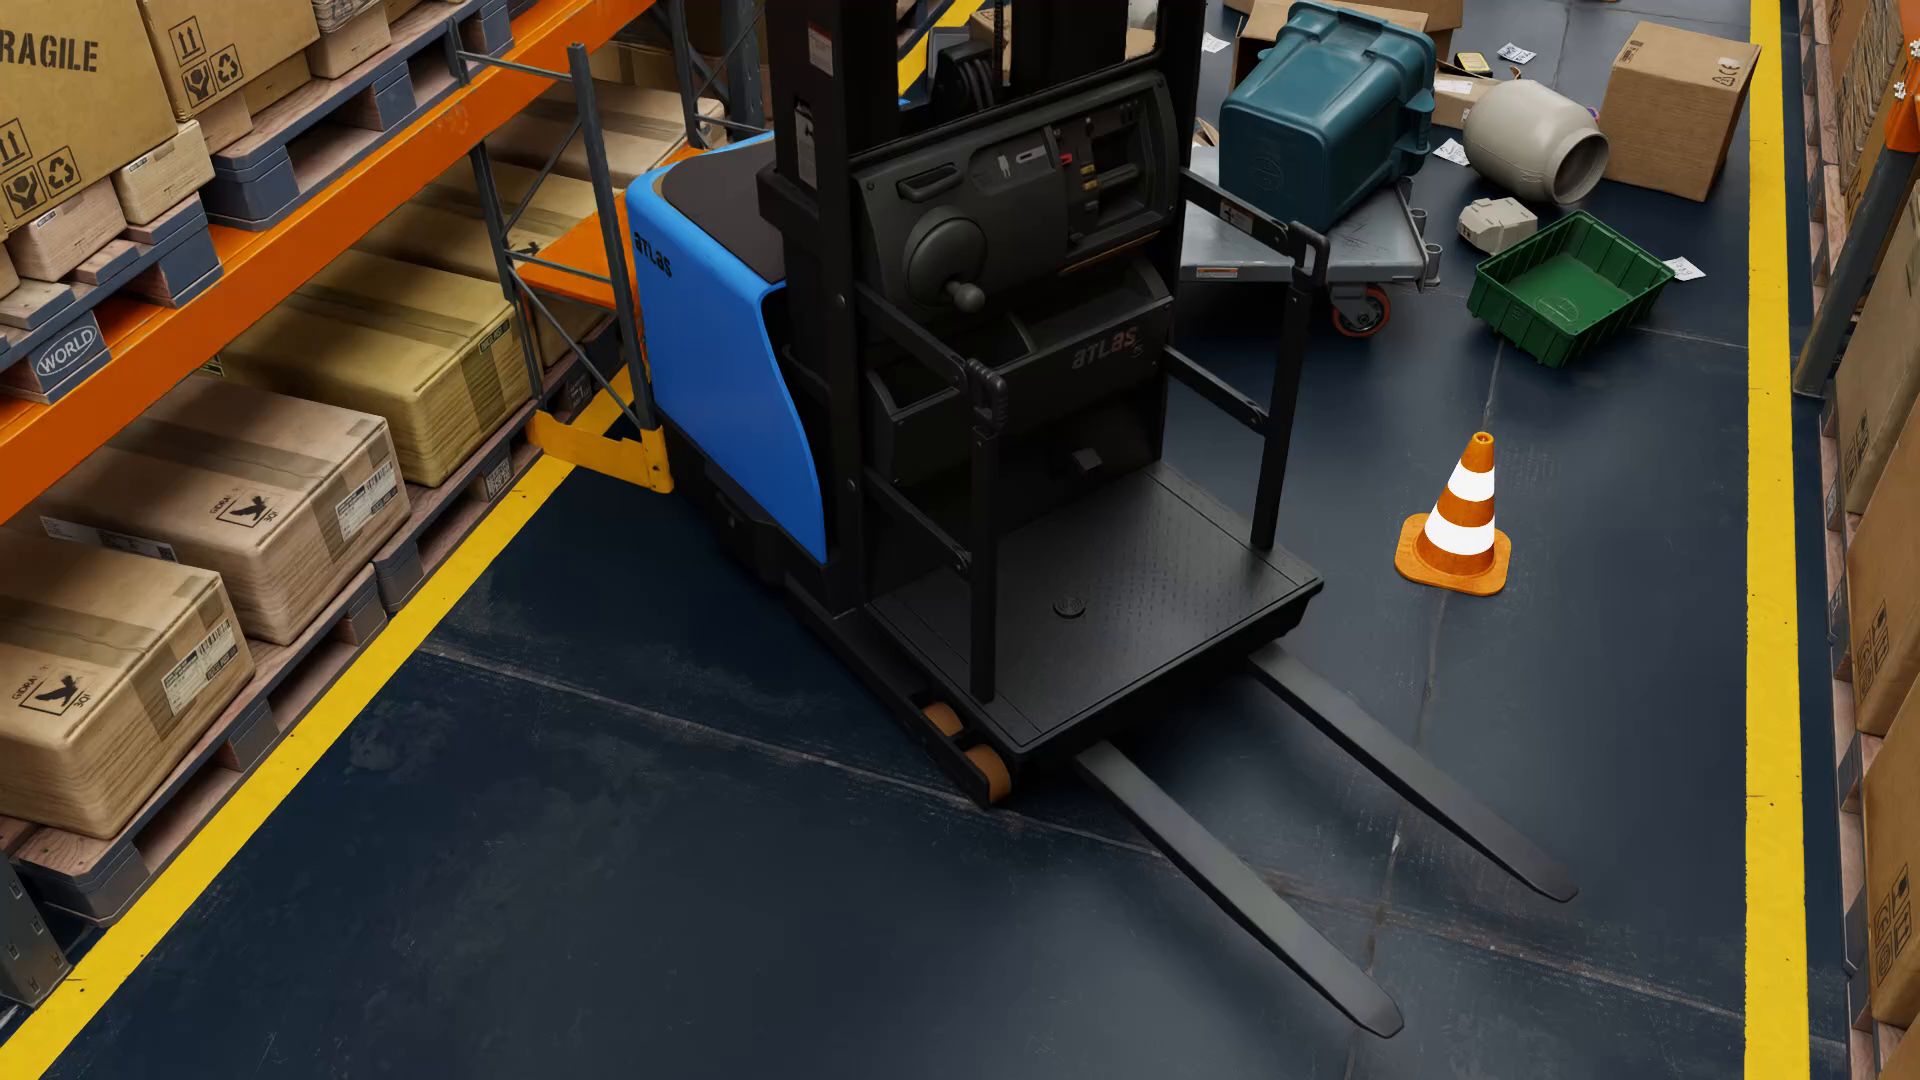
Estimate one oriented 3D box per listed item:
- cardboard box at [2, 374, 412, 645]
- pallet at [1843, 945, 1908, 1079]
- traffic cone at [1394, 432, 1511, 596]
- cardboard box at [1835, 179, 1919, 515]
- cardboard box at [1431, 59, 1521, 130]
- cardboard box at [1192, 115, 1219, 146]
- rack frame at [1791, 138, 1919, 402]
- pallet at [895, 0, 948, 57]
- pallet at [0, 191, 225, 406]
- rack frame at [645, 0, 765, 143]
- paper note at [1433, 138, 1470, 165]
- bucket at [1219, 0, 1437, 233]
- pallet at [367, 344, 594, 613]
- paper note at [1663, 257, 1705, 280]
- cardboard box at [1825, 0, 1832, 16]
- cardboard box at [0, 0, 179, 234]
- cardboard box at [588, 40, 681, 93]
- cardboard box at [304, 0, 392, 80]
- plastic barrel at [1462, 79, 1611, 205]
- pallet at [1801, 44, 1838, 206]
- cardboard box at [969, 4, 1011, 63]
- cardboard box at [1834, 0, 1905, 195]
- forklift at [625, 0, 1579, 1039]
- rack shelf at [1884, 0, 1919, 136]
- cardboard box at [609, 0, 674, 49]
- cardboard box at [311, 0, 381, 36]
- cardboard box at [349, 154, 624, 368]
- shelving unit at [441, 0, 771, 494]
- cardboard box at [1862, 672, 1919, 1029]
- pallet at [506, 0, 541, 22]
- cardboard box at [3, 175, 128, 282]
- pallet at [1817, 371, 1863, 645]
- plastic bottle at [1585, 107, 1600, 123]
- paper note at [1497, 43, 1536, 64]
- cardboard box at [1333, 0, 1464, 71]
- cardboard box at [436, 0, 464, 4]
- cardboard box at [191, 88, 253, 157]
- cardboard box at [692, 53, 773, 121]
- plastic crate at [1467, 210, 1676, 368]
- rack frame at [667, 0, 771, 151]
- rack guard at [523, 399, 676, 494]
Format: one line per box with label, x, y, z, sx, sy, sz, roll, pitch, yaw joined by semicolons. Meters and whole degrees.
cardboard box;-2.190;-0.128;4.790;0.950;0.372;0.625;13;42;14
pallet;2.389;1.460;3.376;1.003;0.211;1.213;13;42;15
traffic cone;1.539;-0.129;5.044;0.336;0.463;0.334;13;42;15
cardboard box;3.289;-0.482;4.914;1.050;0.750;0.750;13;42;15
cardboard box;2.273;-1.994;7.382;0.396;0.266;0.258;21;45;22
cardboard box;1.026;-1.594;6.914;0.258;0.266;0.396;-13;42;-15
rack frame;3.416;-1.577;4.787;1.000;3.000;0.127;13;42;15
pallet;-0.658;-2.717;8.272;1.003;0.211;1.213;13;42;15
pallet;-2.494;-0.559;3.742;1.213;0.211;1.003;13;42;15
rack frame;-1.270;-2.614;6.002;1.000;3.000;0.127;13;42;15
paper note;2.161;-1.679;7.200;0.172;0.023;0.155;29;48;29
bucket;1.296;-1.504;6.053;0.726;0.611;0.620;29;58;29
pallet;-1.950;-0.331;5.475;1.003;0.211;1.213;13;42;15
paper note;2.795;-1.058;6.467;0.147;0.020;0.142;-13;42;-15
cardboard box;4.614;-2.939;7.698;0.875;0.875;0.875;14;42;15
cardboard box;-2.095;-1.027;3.513;0.500;0.500;0.500;15;43;17
cardboard box;-1.320;-2.148;7.251;0.500;0.250;0.500;15;43;17
cardboard box;-1.753;-1.370;4.415;0.380;0.149;0.250;15;43;16
plastic barrel;2.363;-1.629;6.833;0.421;0.421;0.512;-21;45;-22
pallet;4.166;-1.709;7.090;1.003;0.211;1.213;13;42;15
cardboard box;0.375;-2.015;7.225;0.500;0.500;0.500;-21;45;-22
cardboard box;4.002;-1.847;6.417;0.875;0.875;0.875;14;42;15
forklift;0.293;-0.772;3.897;1.130;2.935;3.031;-26;47;-27
rack shelf;4.100;-2.523;6.450;1.077;0.370;4.000;13;42;15
cardboard box;-1.320;-2.433;7.008;0.500;0.500;0.500;13;42;14
cardboard box;-1.741;-1.656;4.250;0.500;0.500;0.500;12;42;13
cardboard box;-1.689;-1.014;5.828;0.950;0.372;0.625;16;43;18
shelving unit;-0.979;-1.114;5.381;0.587;1.500;1.083;18;44;22
cardboard box;2.637;0.674;3.559;1.050;0.750;0.750;14;42;16
pallet;-1.668;-2.107;5.556;1.003;0.211;1.213;13;42;15
cardboard box;-2.087;-0.717;3.649;0.380;0.149;0.250;11;42;12
pallet;3.223;-0.028;5.121;1.003;0.211;1.213;13;42;15
plastic bottle;2.695;-1.873;7.398;0.283;0.061;0.133;0;40;0
paper note;2.667;-2.332;7.961;0.144;0.017;0.142;29;48;29
cardboard box;1.877;-2.470;7.758;0.797;0.503;0.637;-13;42;-15
cardboard box;-1.549;-1.684;4.782;0.380;0.149;0.250;13;42;15
cardboard box;-1.964;-1.044;4.033;0.380;0.149;0.250;16;43;18
cardboard box;-0.814;-2.027;7.110;0.500;0.250;0.500;11;42;13
plastic crate;2.245;-0.925;6.146;0.662;0.188;0.450;-29;58;-29
rack frame;-0.736;-1.415;5.726;0.500;1.500;0.032;18;44;22
rack guard;-1.192;-0.347;5.452;0.587;0.250;0.087;18;44;22
